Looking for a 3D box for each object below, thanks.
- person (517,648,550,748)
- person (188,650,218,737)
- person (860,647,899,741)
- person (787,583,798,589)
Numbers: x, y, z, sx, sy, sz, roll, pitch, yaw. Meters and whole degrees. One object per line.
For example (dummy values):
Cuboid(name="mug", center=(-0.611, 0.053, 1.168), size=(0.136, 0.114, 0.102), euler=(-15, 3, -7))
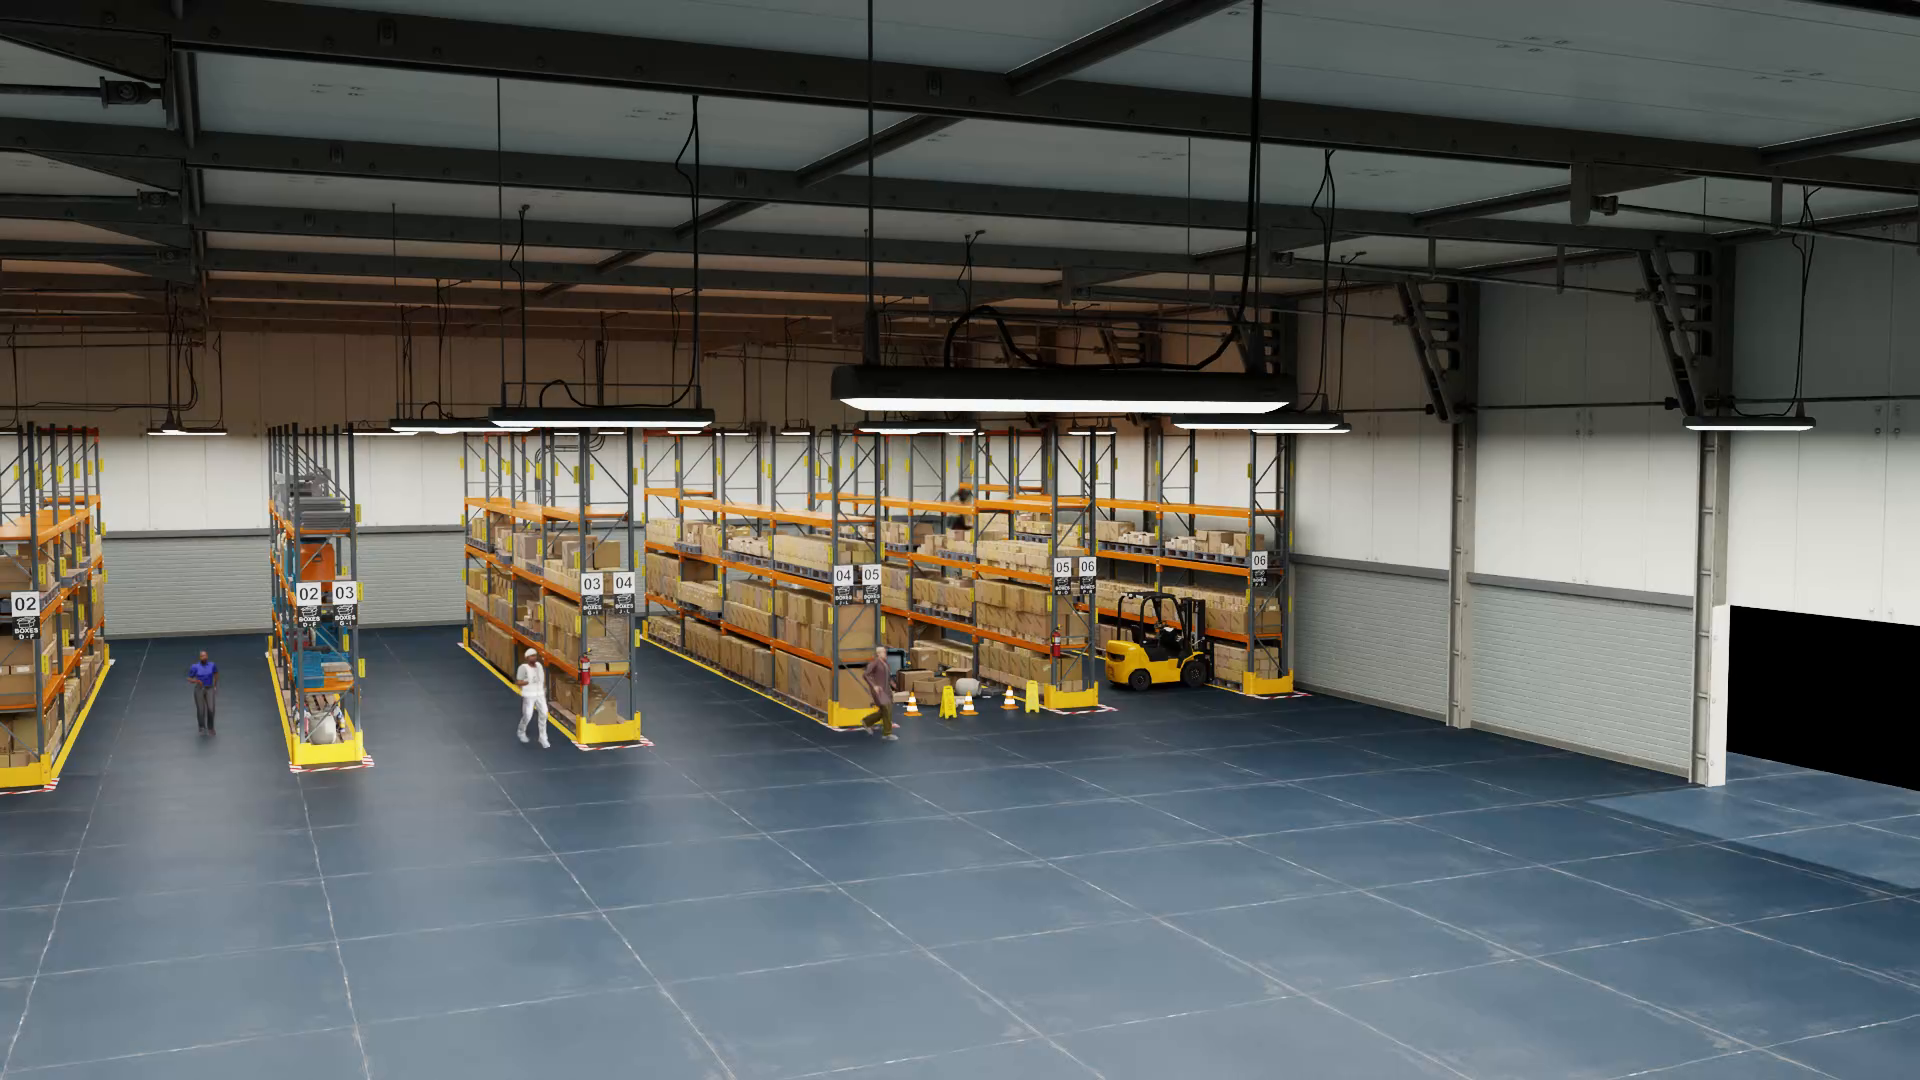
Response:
Cuboid(name="person", center=(-7.938, 2.925, 30.886), size=(0.813, 1.824, 0.666), euler=(3, 5, 43))
Cuboid(name="person", center=(-14.528, 2.964, 31.957), size=(0.566, 1.704, 0.727), euler=(-2, 4, -30))
Cuboid(name="person", center=(-1.535, 2.905, 31.616), size=(0.895, 1.754, 0.736), euler=(2, 4, 25))
Cuboid(name="person", center=(-5.078, 1.805, 51.018), size=(0.643, 1.644, 0.614), euler=(-1, 4, -14))
